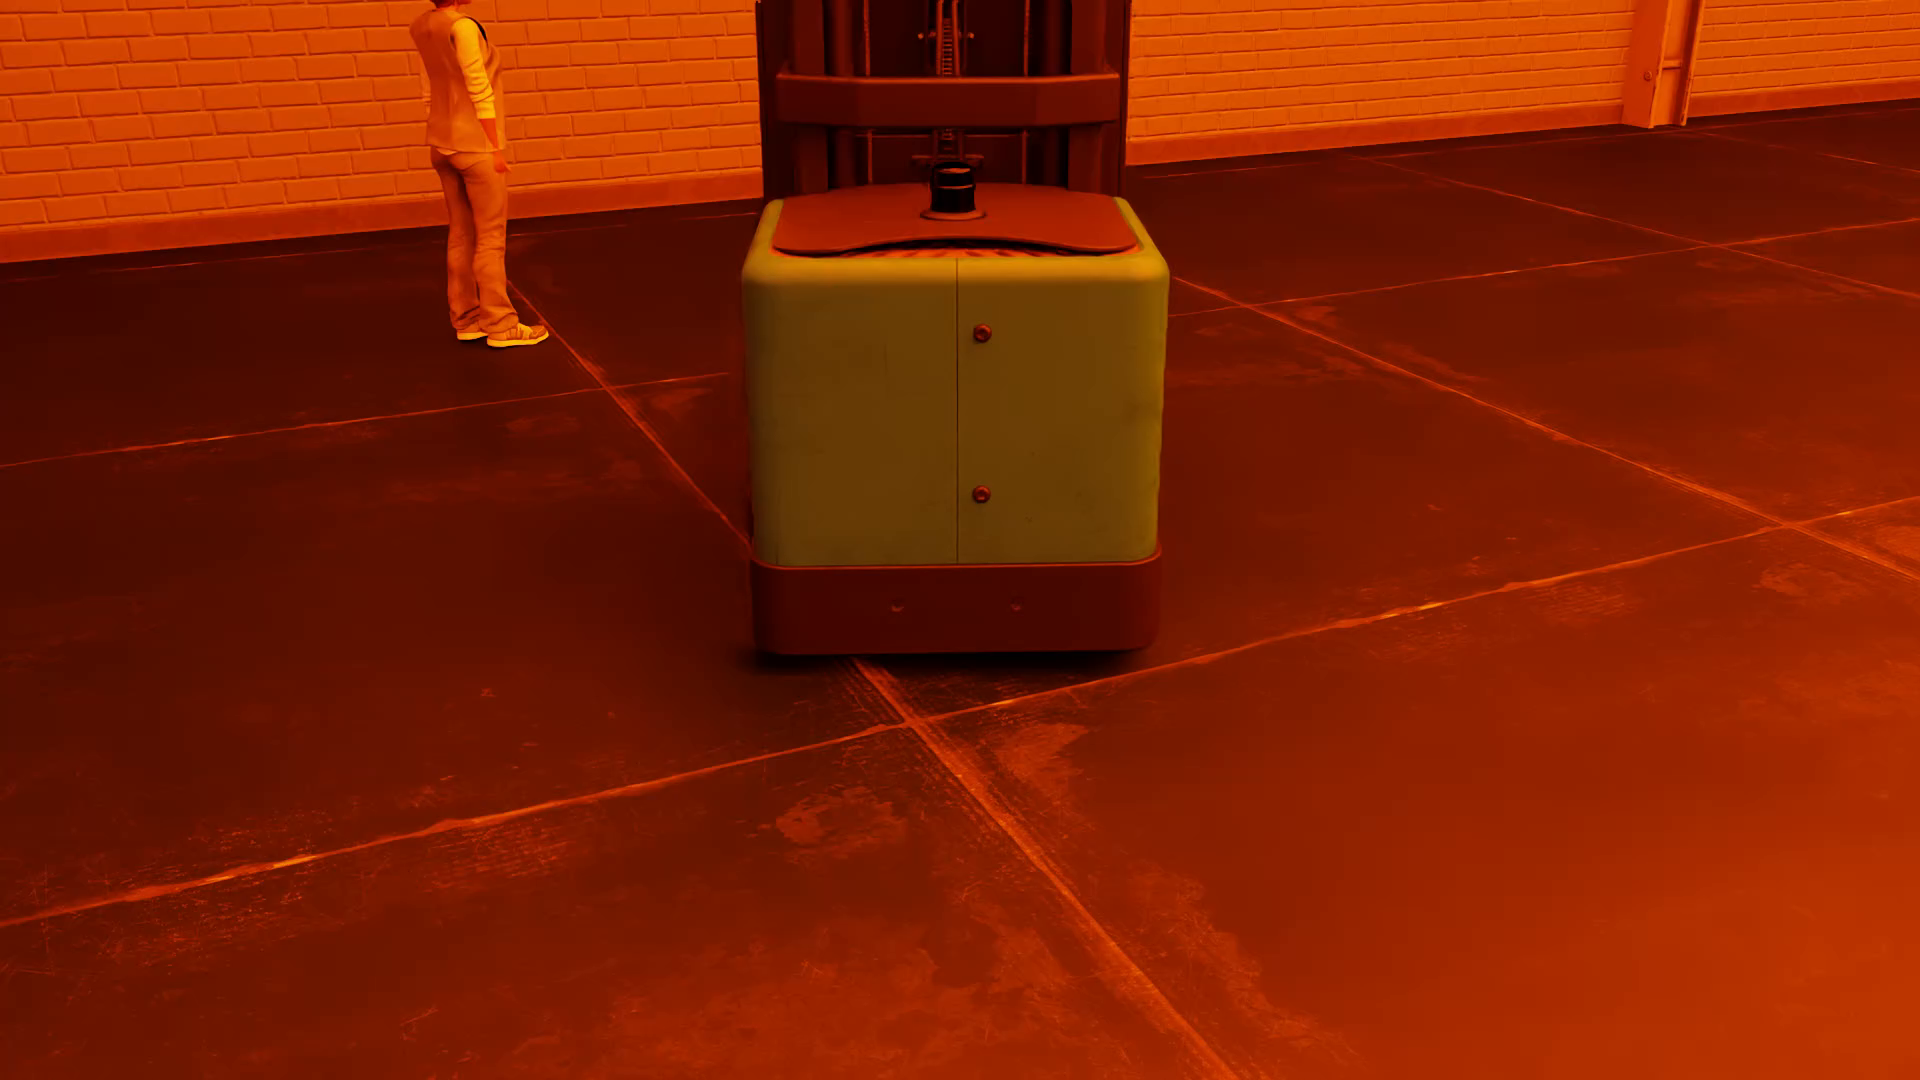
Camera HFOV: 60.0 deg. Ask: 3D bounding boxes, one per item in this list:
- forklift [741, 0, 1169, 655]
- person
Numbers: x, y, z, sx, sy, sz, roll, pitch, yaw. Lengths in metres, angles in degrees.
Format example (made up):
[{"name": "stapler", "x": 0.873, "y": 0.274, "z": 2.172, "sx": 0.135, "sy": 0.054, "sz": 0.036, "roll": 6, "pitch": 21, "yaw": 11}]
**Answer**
[{"name": "forklift", "x": -0.057, "y": -1.580, "z": 5.090, "sx": 1.130, "sy": 2.935, "sz": 3.031, "roll": -1, "pitch": 23, "yaw": -2}, {"name": "person", "x": -2.020, "y": -1.594, "z": 6.880, "sx": 0.409, "sy": 1.587, "sz": 0.330, "roll": 17, "pitch": 28, "yaw": 35}]
